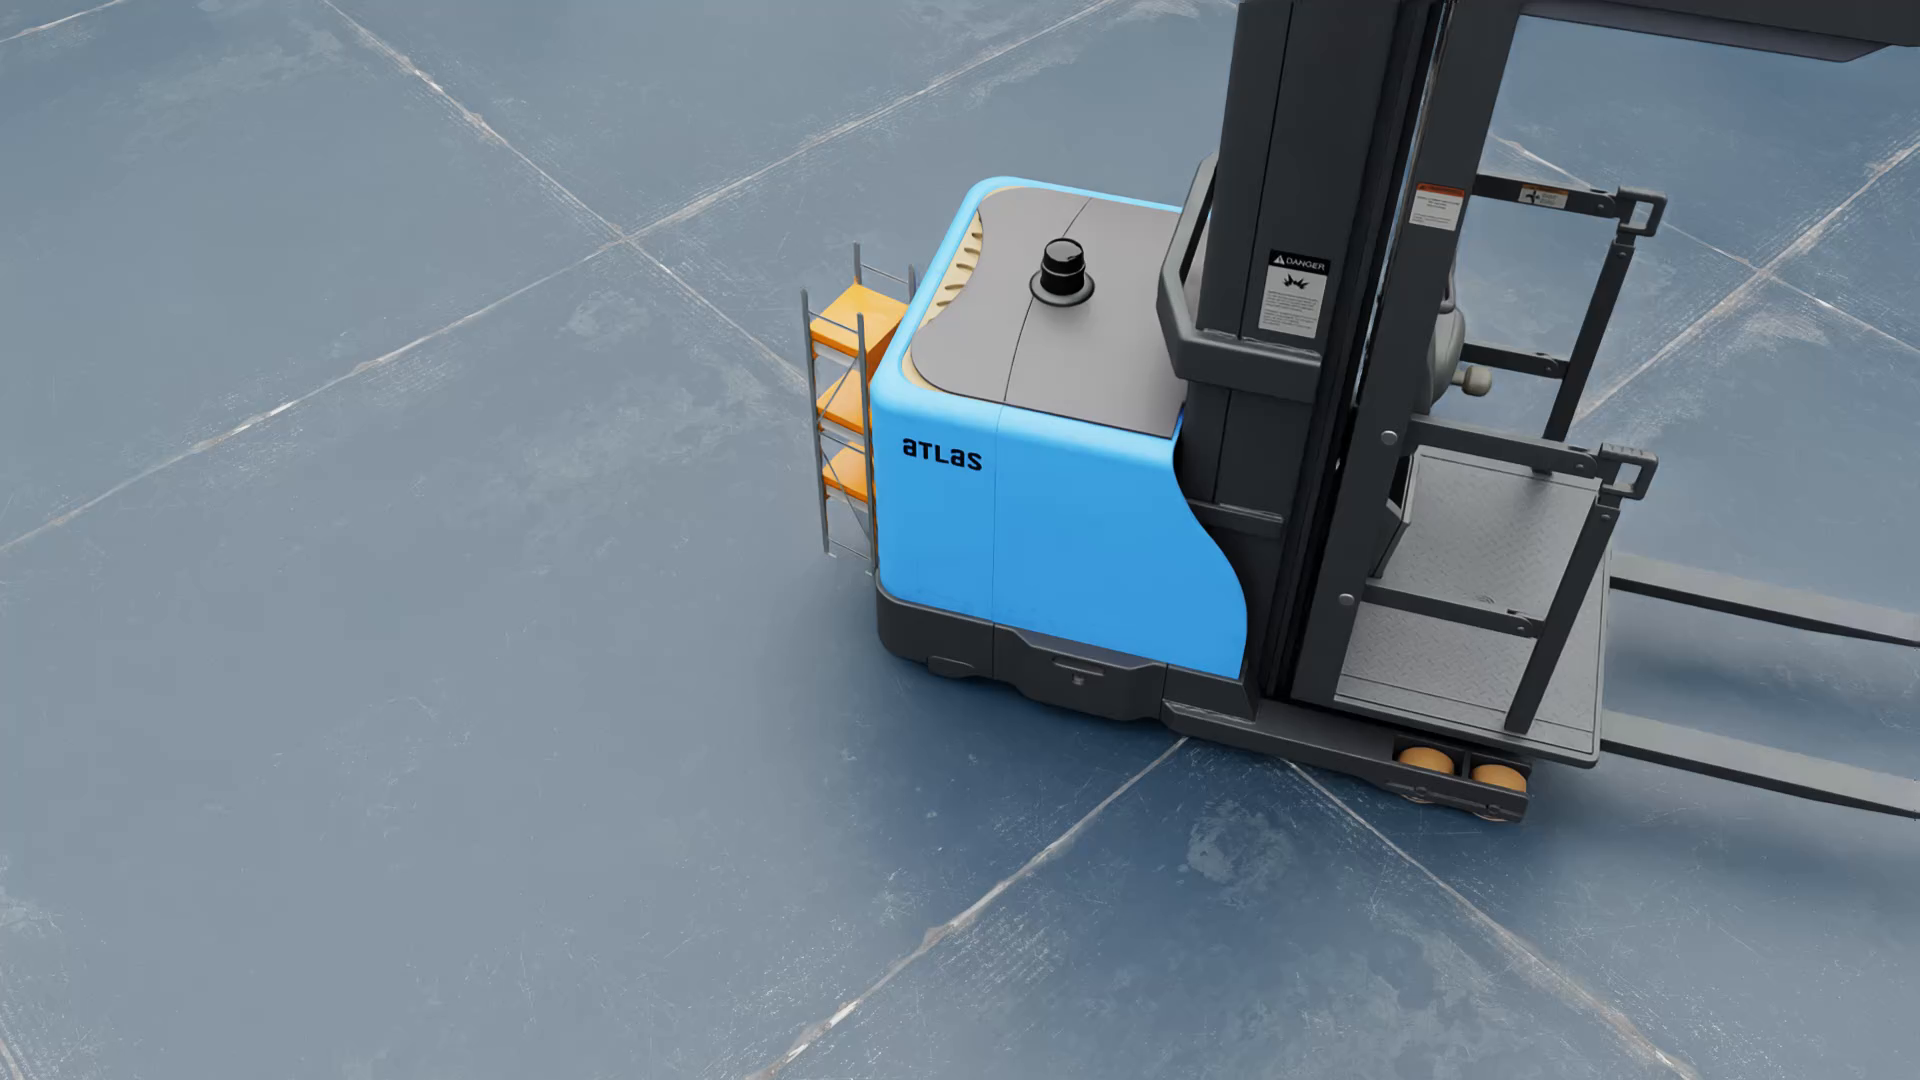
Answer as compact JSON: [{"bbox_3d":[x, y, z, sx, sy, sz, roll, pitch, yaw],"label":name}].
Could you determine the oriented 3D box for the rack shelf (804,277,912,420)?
[{"bbox_3d":[-0.274,-0.537,4.659,0.215,0.259,0.240,25,52,21],"label":"rack shelf"}]

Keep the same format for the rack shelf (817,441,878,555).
[{"bbox_3d":[-0.274,-0.156,5.072,0.215,0.259,0.240,25,52,21],"label":"rack shelf"}]

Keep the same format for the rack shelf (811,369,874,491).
[{"bbox_3d":[-0.274,-0.345,4.868,0.215,0.259,0.240,25,52,21],"label":"rack shelf"}]

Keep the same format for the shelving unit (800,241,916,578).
[{"bbox_3d":[-0.274,-0.352,4.860,0.215,1.050,0.252,25,52,21],"label":"shelving unit"}]

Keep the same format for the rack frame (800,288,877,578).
[{"bbox_3d":[-0.340,-0.276,4.791,0.200,1.050,0.008,25,52,21],"label":"rack frame"}]

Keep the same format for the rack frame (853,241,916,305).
[{"bbox_3d":[-0.209,-0.427,4.930,0.200,1.050,0.008,25,52,21],"label":"rack frame"}]

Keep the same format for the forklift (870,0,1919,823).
[{"bbox_3d":[1.333,-0.667,3.871,3.031,2.935,1.130,13,49,12],"label":"forklift"}]
